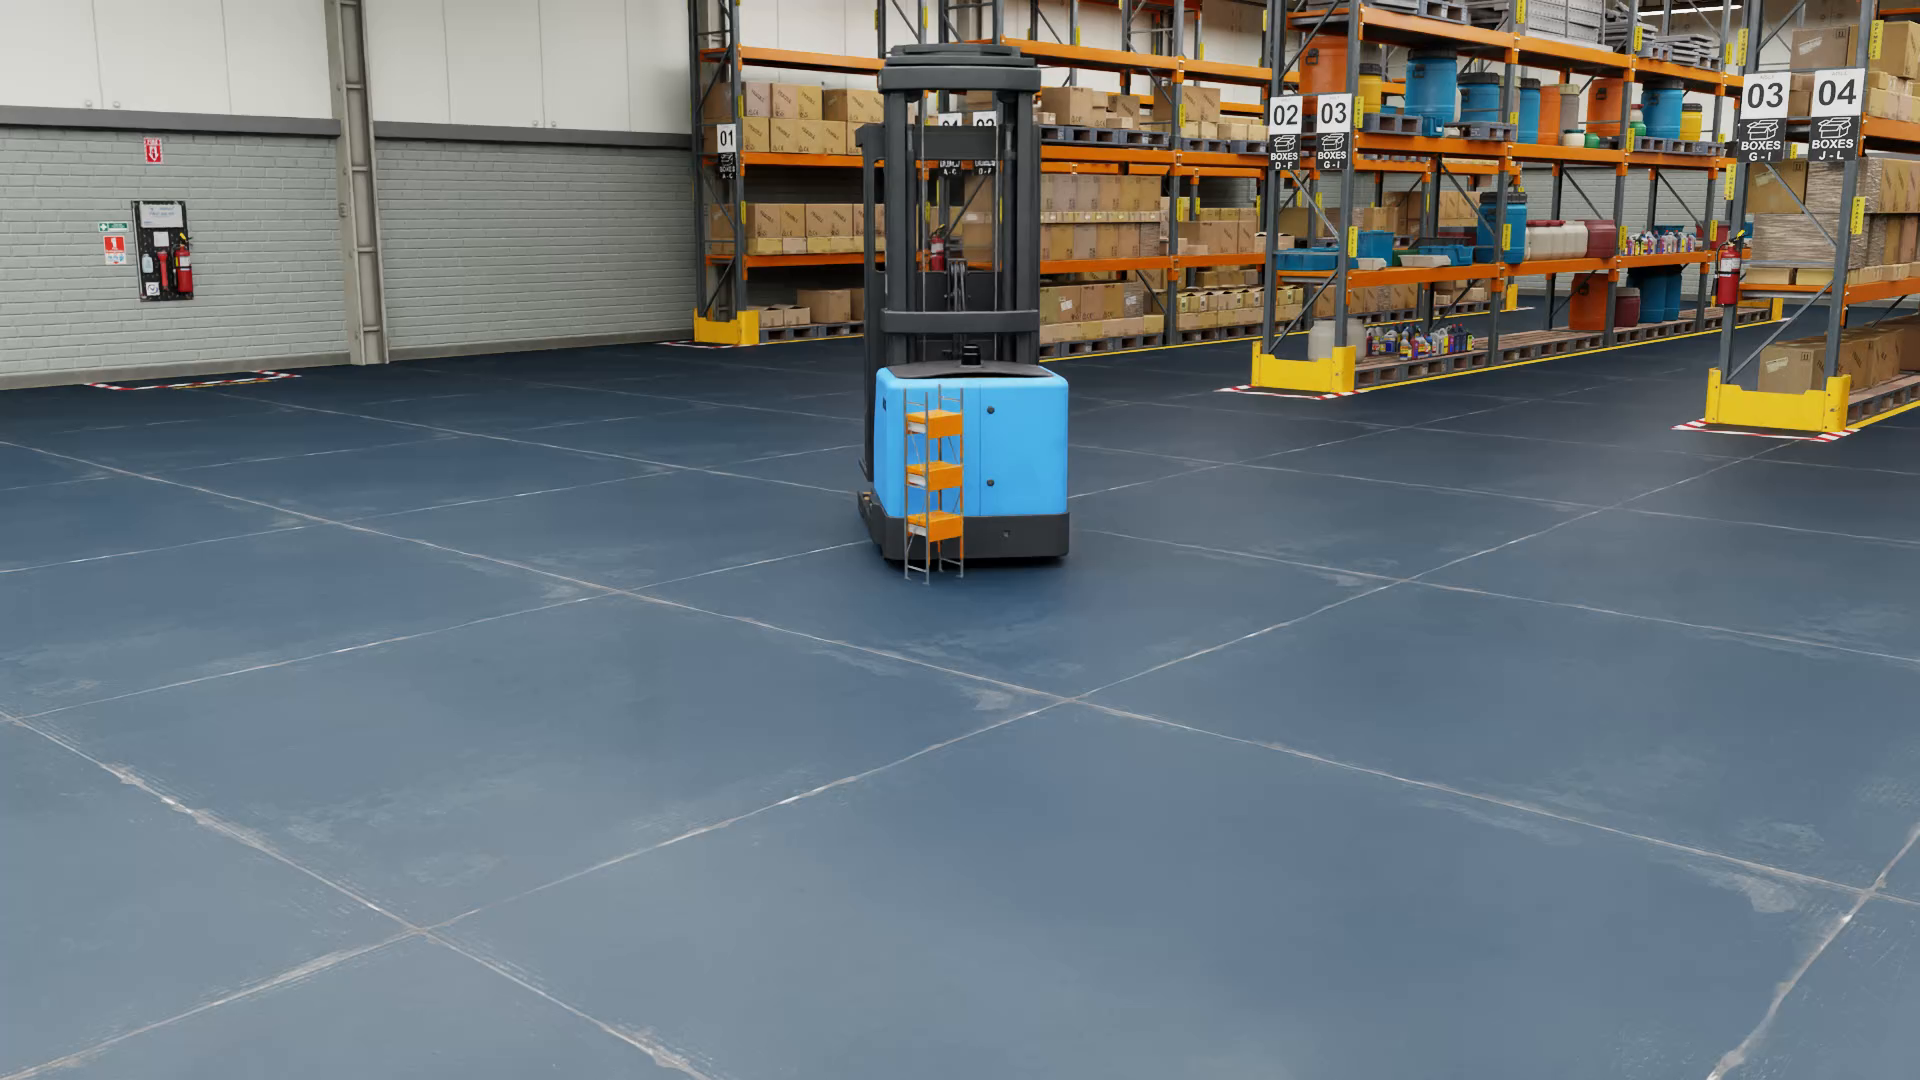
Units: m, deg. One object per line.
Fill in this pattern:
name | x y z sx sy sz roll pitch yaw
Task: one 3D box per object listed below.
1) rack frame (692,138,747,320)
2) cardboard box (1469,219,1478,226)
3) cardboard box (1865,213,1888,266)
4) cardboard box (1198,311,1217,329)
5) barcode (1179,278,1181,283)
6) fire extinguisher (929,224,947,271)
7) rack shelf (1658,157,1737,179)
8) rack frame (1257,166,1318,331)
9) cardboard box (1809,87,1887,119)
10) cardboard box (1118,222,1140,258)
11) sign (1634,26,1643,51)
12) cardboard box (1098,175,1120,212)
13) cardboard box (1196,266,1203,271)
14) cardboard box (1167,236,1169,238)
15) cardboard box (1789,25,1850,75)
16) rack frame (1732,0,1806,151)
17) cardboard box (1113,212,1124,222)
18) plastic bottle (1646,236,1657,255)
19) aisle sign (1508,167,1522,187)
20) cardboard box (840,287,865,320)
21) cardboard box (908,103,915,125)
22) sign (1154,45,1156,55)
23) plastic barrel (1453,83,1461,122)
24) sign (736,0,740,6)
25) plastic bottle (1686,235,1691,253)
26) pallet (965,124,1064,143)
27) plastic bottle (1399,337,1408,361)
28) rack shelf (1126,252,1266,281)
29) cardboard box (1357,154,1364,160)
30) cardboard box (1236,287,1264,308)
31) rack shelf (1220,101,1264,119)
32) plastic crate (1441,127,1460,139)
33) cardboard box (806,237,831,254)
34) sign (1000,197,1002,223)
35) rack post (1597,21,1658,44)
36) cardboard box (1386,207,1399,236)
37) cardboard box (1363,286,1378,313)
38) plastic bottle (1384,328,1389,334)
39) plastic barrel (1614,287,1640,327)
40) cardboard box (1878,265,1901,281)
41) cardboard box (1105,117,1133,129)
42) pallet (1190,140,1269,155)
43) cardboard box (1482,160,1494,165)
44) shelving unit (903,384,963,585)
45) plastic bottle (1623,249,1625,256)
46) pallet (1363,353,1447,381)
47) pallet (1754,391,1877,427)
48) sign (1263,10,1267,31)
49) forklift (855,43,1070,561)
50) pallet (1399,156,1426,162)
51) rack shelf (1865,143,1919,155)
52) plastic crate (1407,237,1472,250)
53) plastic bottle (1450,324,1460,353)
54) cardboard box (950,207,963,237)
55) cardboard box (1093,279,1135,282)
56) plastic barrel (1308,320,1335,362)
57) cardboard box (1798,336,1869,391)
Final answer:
rack frame | -3.590 -4.453 24.847 1.000 3.000 0.127 10 15 40
cardboard box | 9.598 -5.891 31.794 0.500 0.500 0.500 9 15 40
cardboard box | 8.559 -2.961 16.362 0.875 0.500 0.500 10 15 40
cardboard box | 3.565 -3.361 25.330 0.500 0.250 0.500 10 15 42
barcode | 3.255 -3.846 24.616 0.001 0.075 0.075 10 15 40
fire extinguisher | -0.293 -3.818 21.864 0.296 0.674 0.183 10 15 40
rack shelf | 13.094 -6.350 28.523 1.077 0.370 4.000 10 15 40
rack frame | 5.415 -4.990 27.536 1.000 3.000 0.127 10 15 40
cardboard box | 8.085 -3.966 15.136 0.500 0.250 0.500 10 15 42
cardboard box | 2.143 -4.306 23.856 0.700 0.500 0.500 10 15 40
sign | 9.551 -7.063 23.420 0.100 0.325 0.005 10 15 40
cardboard box | 1.822 -4.872 23.380 0.700 0.500 0.500 10 15 40
cardboard box | 5.177 -5.734 34.917 0.380 0.149 0.250 9 15 39
cardboard box | 3.967 -5.946 32.914 0.380 0.149 0.250 10 15 42
cardboard box | 8.406 -4.703 16.152 0.500 0.500 0.500 10 15 40
rack frame | 14.414 -8.468 29.632 1.000 3.000 0.127 10 15 40
cardboard box | 2.083 -4.551 23.429 0.380 0.149 0.250 10 15 40
plastic bottle | 10.577 -4.514 25.470 0.152 0.276 0.135 10 15 40
aisle sign | 10.971 -7.412 33.026 0.394 0.787 0.004 10 15 40
cardboard box | -1.604 -3.873 27.205 0.500 0.500 0.500 8 14 36
cardboard box | -1.076 -6.953 26.845 0.500 0.500 0.500 8 14 36
sign | 3.931 -9.771 33.369 0.100 0.325 0.005 10 15 40
plastic barrel | 6.061 -5.454 20.844 0.421 0.512 0.421 0 11 0
sign | -3.182 -7.821 23.809 0.100 0.325 0.005 10 15 40
plastic bottle | 11.638 -4.741 26.585 0.061 0.283 0.133 10 15 40
pallet | 0.620 -5.341 21.862 1.003 0.211 1.213 10 15 40
plastic bottle | 5.283 -2.276 19.792 0.097 0.271 0.097 0 11 0
rack shelf | 4.094 -4.343 26.133 1.077 0.370 4.000 10 15 40
cardboard box | 6.357 -6.730 28.334 0.910 0.500 0.500 10 15 40
cardboard box | 4.580 -3.862 26.407 0.500 0.311 0.500 10 15 40
rack shelf | 5.652 -8.906 34.682 1.077 0.370 4.000 10 15 40
plastic crate | 5.737 -4.814 19.668 0.243 0.136 0.396 10 15 40
cardboard box | -2.356 -4.572 25.777 0.500 0.250 0.500 9 15 39
sign | 0.547 -4.204 21.187 0.100 0.325 0.005 10 15 40
rack post | 9.580 -7.366 24.307 0.954 0.300 0.937 10 15 40
cardboard box | 7.574 -5.793 30.227 0.700 0.500 0.500 4 12 21
cardboard box | 6.947 -4.238 29.031 0.500 0.500 0.500 9 14 38
plastic bottle | 5.383 -2.532 21.044 0.061 0.283 0.133 11 15 43
plastic barrel | 10.189 -3.613 25.725 0.600 0.588 0.708 10 15 40
cardboard box | 9.003 -2.628 16.350 0.380 0.149 0.250 10 15 40
cardboard box | 2.183 -5.811 23.200 0.380 0.149 0.250 10 15 40
pallet | 4.298 -6.092 25.877 1.003 0.211 1.213 11 16 43
cardboard box | 9.896 -7.307 31.863 0.500 0.250 0.500 10 15 40
shelving unit | -0.142 -0.303 9.015 0.252 1.050 0.215 -12 18 -39
plastic bottle | 9.758 -4.321 24.517 0.097 0.271 0.097 0 11 0
pallet | 5.213 -2.119 20.283 1.003 0.211 1.213 10 15 40
pallet | 8.186 -1.290 16.132 1.003 0.211 1.213 10 15 40
sign | 5.001 -8.497 27.193 0.100 0.325 0.005 10 15 40
forklift | -0.080 -1.559 10.533 1.130 2.935 3.031 -1 11 -7
pallet | 7.572 -6.870 29.772 1.213 0.211 1.003 10 15 40
rack shelf | 11.533 -4.533 19.424 1.077 0.370 4.000 10 15 40
plastic crate | 6.051 -3.669 21.083 0.767 0.338 0.504 10 15 40
plastic bottle | 6.157 -2.517 20.794 0.144 0.351 0.185 9 14 38
cardboard box | -0.213 -5.458 28.500 0.500 0.500 0.700 -10 15 -42
cardboard box | 2.233 -3.599 24.605 0.500 0.500 0.500 10 15 40
plastic barrel | 4.229 -2.265 19.171 0.421 0.512 0.421 0 11 0
cardboard box | 8.794 -1.783 16.792 0.500 0.500 0.500 -10 15 -42
